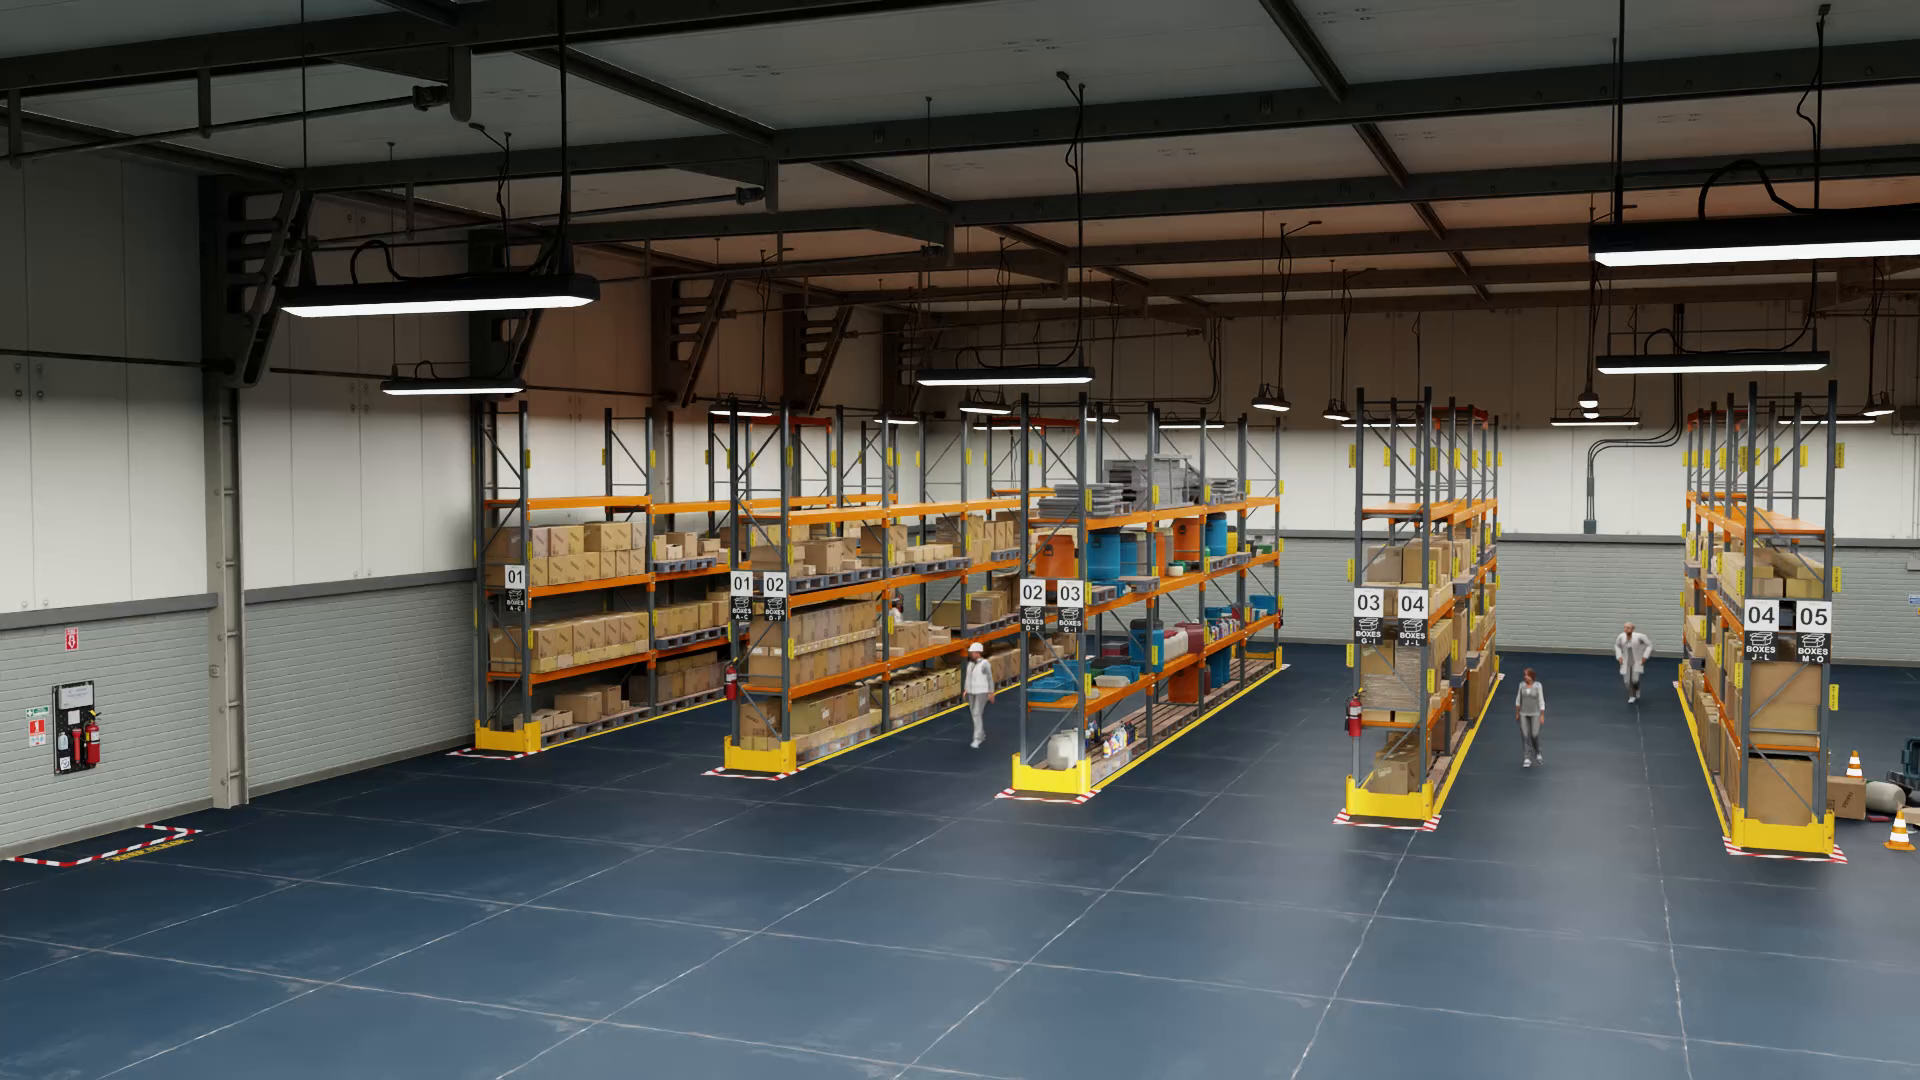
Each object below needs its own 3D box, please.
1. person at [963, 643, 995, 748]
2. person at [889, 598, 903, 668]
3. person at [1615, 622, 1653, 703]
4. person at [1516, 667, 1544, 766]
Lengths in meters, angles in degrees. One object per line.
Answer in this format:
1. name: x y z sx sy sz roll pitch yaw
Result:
1. person: 0.254 2.699 29.162 0.662 1.771 0.639 -2 4 -41
2. person: -1.581 2.230 39.781 0.449 1.677 0.514 -1 3 -25
3. person: 13.826 2.509 34.123 0.751 1.684 0.635 2 3 31
4. person: 9.271 2.876 27.073 0.457 1.604 0.408 2 3 33
